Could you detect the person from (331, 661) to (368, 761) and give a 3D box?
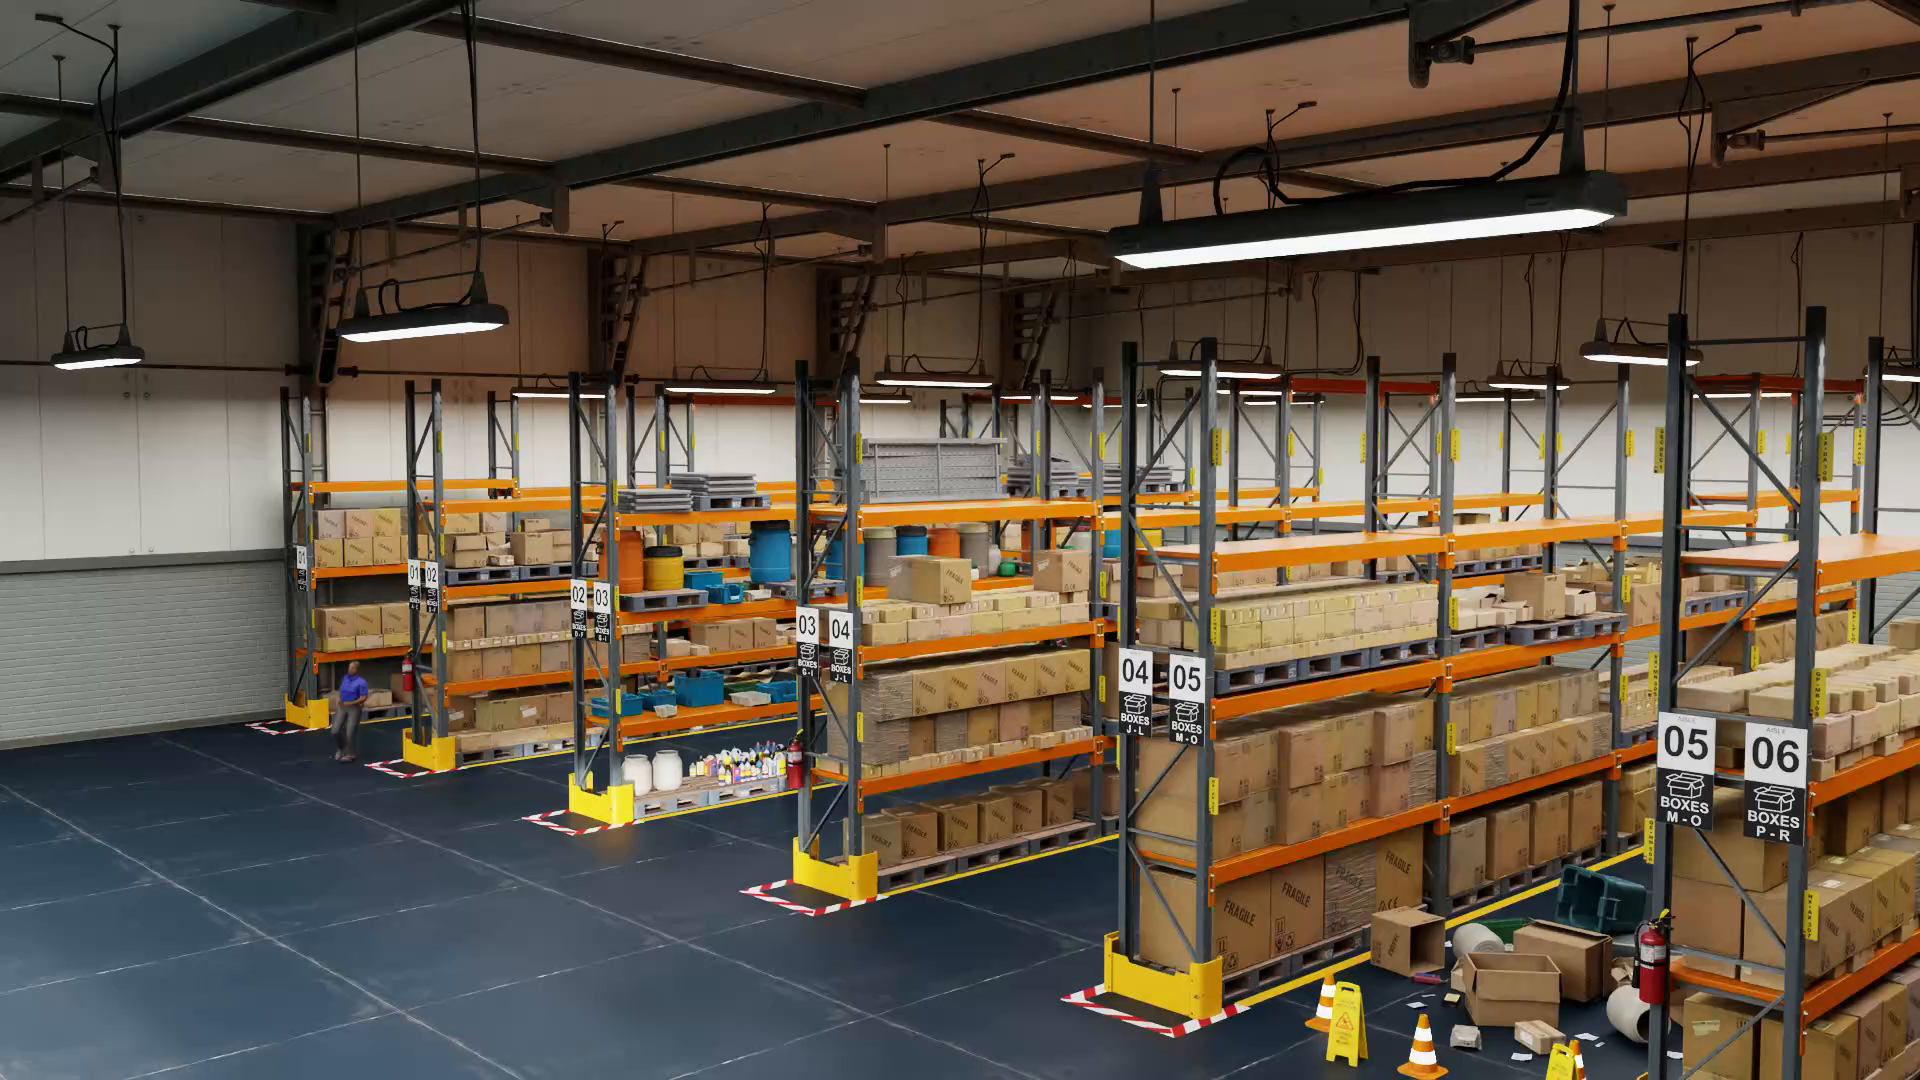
[{"bbox_3d":[-9.562,2.737,26.083,0.613,1.509,0.589,1,4,9],"label":"person"}]

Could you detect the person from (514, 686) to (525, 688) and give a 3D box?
[{"bbox_3d":[-7.606,2.495,29.002,0.850,1.667,0.591,-3,5,-44],"label":"person"}]
